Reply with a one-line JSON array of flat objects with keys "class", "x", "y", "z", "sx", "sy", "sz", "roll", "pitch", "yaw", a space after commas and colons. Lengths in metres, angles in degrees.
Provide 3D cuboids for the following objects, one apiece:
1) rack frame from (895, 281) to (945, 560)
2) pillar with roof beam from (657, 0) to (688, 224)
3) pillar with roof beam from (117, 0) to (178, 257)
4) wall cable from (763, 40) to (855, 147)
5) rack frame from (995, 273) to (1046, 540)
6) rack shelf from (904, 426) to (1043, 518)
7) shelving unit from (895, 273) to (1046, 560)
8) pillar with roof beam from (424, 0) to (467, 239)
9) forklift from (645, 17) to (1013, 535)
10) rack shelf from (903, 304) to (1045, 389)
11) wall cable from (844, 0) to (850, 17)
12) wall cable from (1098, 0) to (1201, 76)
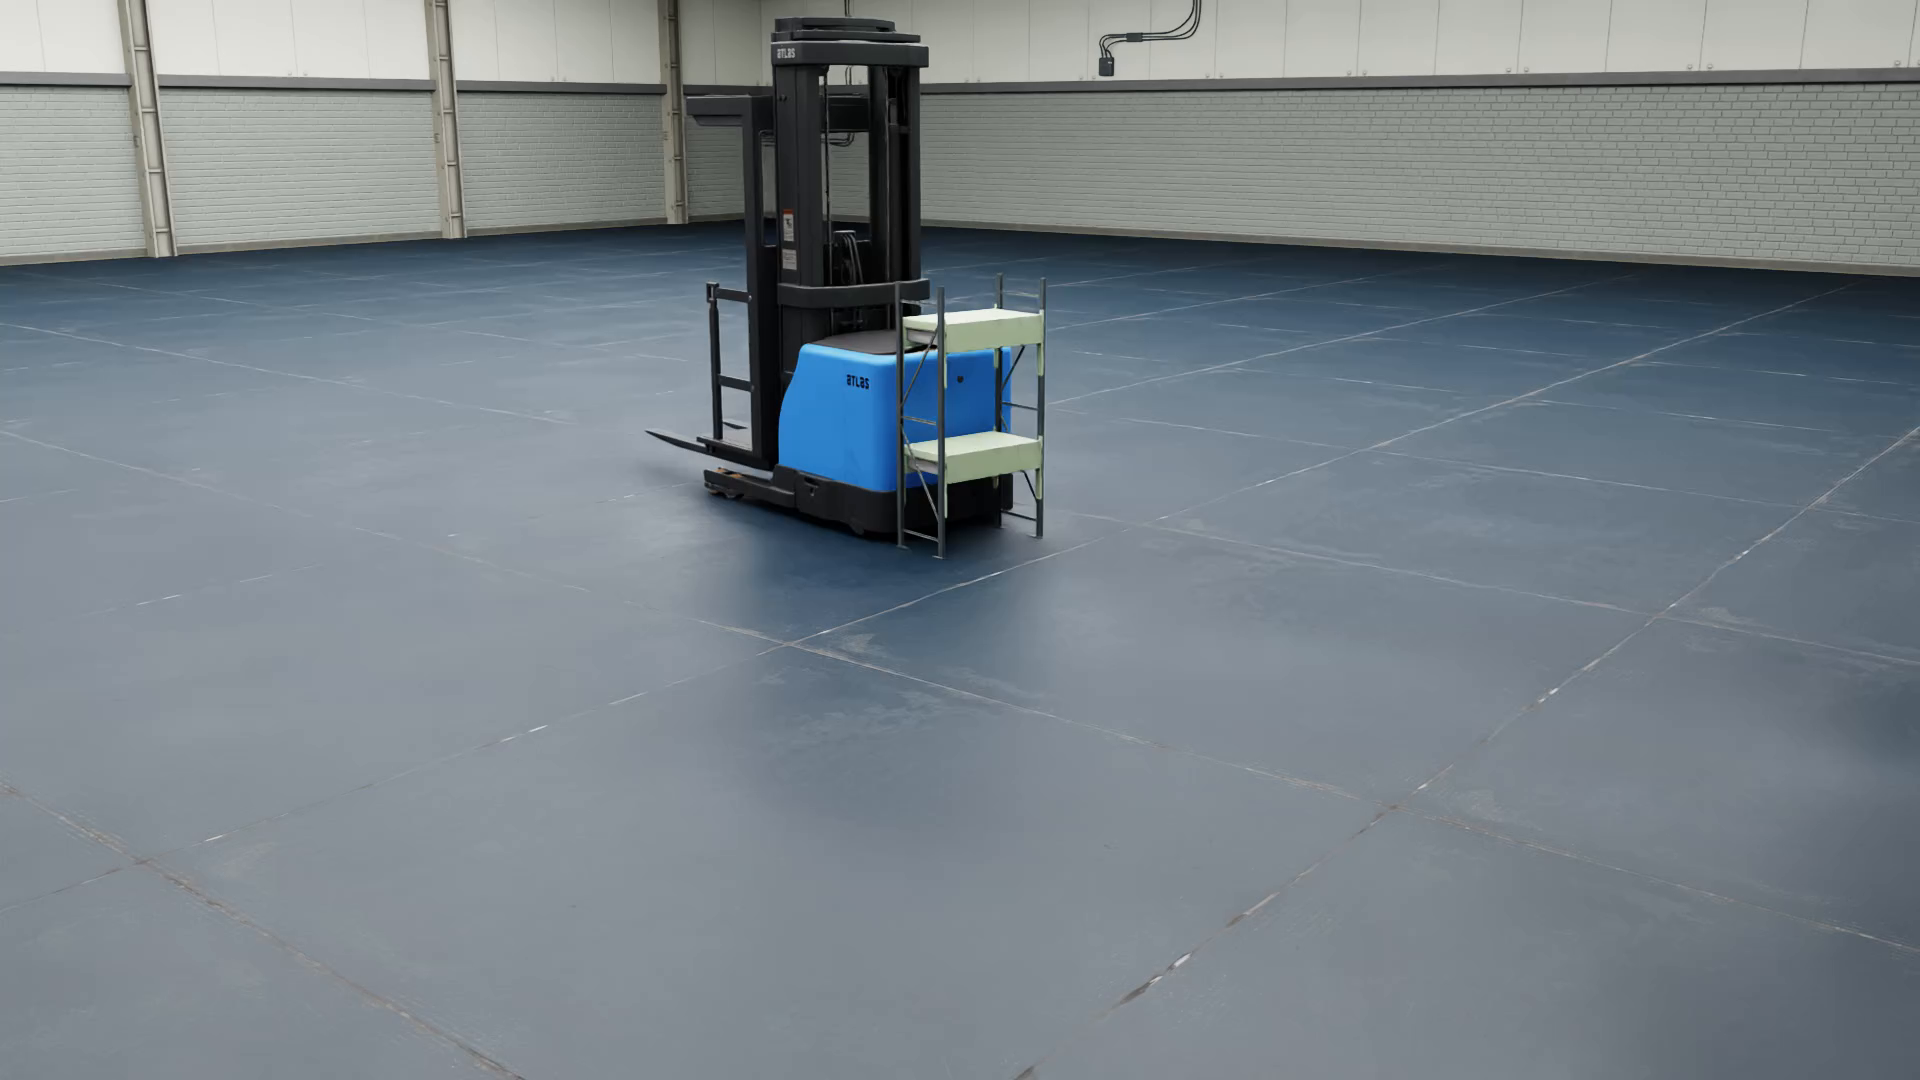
[{"class": "rack frame", "x": -0.218, "y": -0.653, "z": 9.149, "sx": 0.023, "sy": 1.500, "sz": 0.400, "roll": -12, "pitch": 18, "yaw": -38}, {"class": "pillar with roof beam", "x": -3.166, "y": -10.995, "z": 34.627, "sx": 9.100, "sy": 9.000, "sz": 0.400, "roll": 11, "pitch": 18, "yaw": 38}, {"class": "pillar with roof beam", "x": -10.708, "y": -8.697, "z": 25.580, "sx": 9.100, "sy": 9.000, "sz": 0.400, "roll": 11, "pitch": 18, "yaw": 38}, {"class": "wall cable", "x": -3.634, "y": -10.516, "z": 39.047, "sx": 3.097, "sy": 2.526, "sz": 0.112, "roll": 11, "pitch": 18, "yaw": 38}, {"class": "rack frame", "x": 0.344, "y": -0.769, "z": 9.603, "sx": 0.023, "sy": 1.500, "sz": 0.400, "roll": -12, "pitch": 18, "yaw": -38}, {"class": "rack shelf", "x": 0.063, "y": -0.395, "z": 9.456, "sx": 0.720, "sy": 0.370, "sz": 0.431, "roll": -12, "pitch": 18, "yaw": -38}, {"class": "shelving unit", "x": 0.063, "y": -0.711, "z": 9.376, "sx": 0.755, "sy": 1.500, "sz": 0.431, "roll": -12, "pitch": 18, "yaw": -38}, {"class": "pillar with roof beam", "x": -6.937, "y": -9.846, "z": 30.103, "sx": 9.100, "sy": 9.000, "sz": 0.400, "roll": 11, "pitch": 18, "yaw": 38}, {"class": "forklift", "x": -1.008, "y": -1.749, "z": 10.556, "sx": 1.130, "sy": 2.935, "sz": 3.031, "roll": -12, "pitch": 18, "yaw": -38}, {"class": "rack shelf", "x": 0.063, "y": -1.089, "z": 9.280, "sx": 0.720, "sy": 0.370, "sz": 0.431, "roll": -12, "pitch": 18, "yaw": -38}, {"class": "wall cable", "x": -1.530, "y": -12.545, "z": 36.777, "sx": 3.097, "sy": 2.526, "sz": 0.112, "roll": 11, "pitch": 18, "yaw": 38}, {"class": "wall cable", "x": 3.740, "y": -12.197, "z": 32.451, "sx": 2.305, "sy": 6.003, "sz": 0.169, "roll": 11, "pitch": 18, "yaw": 38}]
